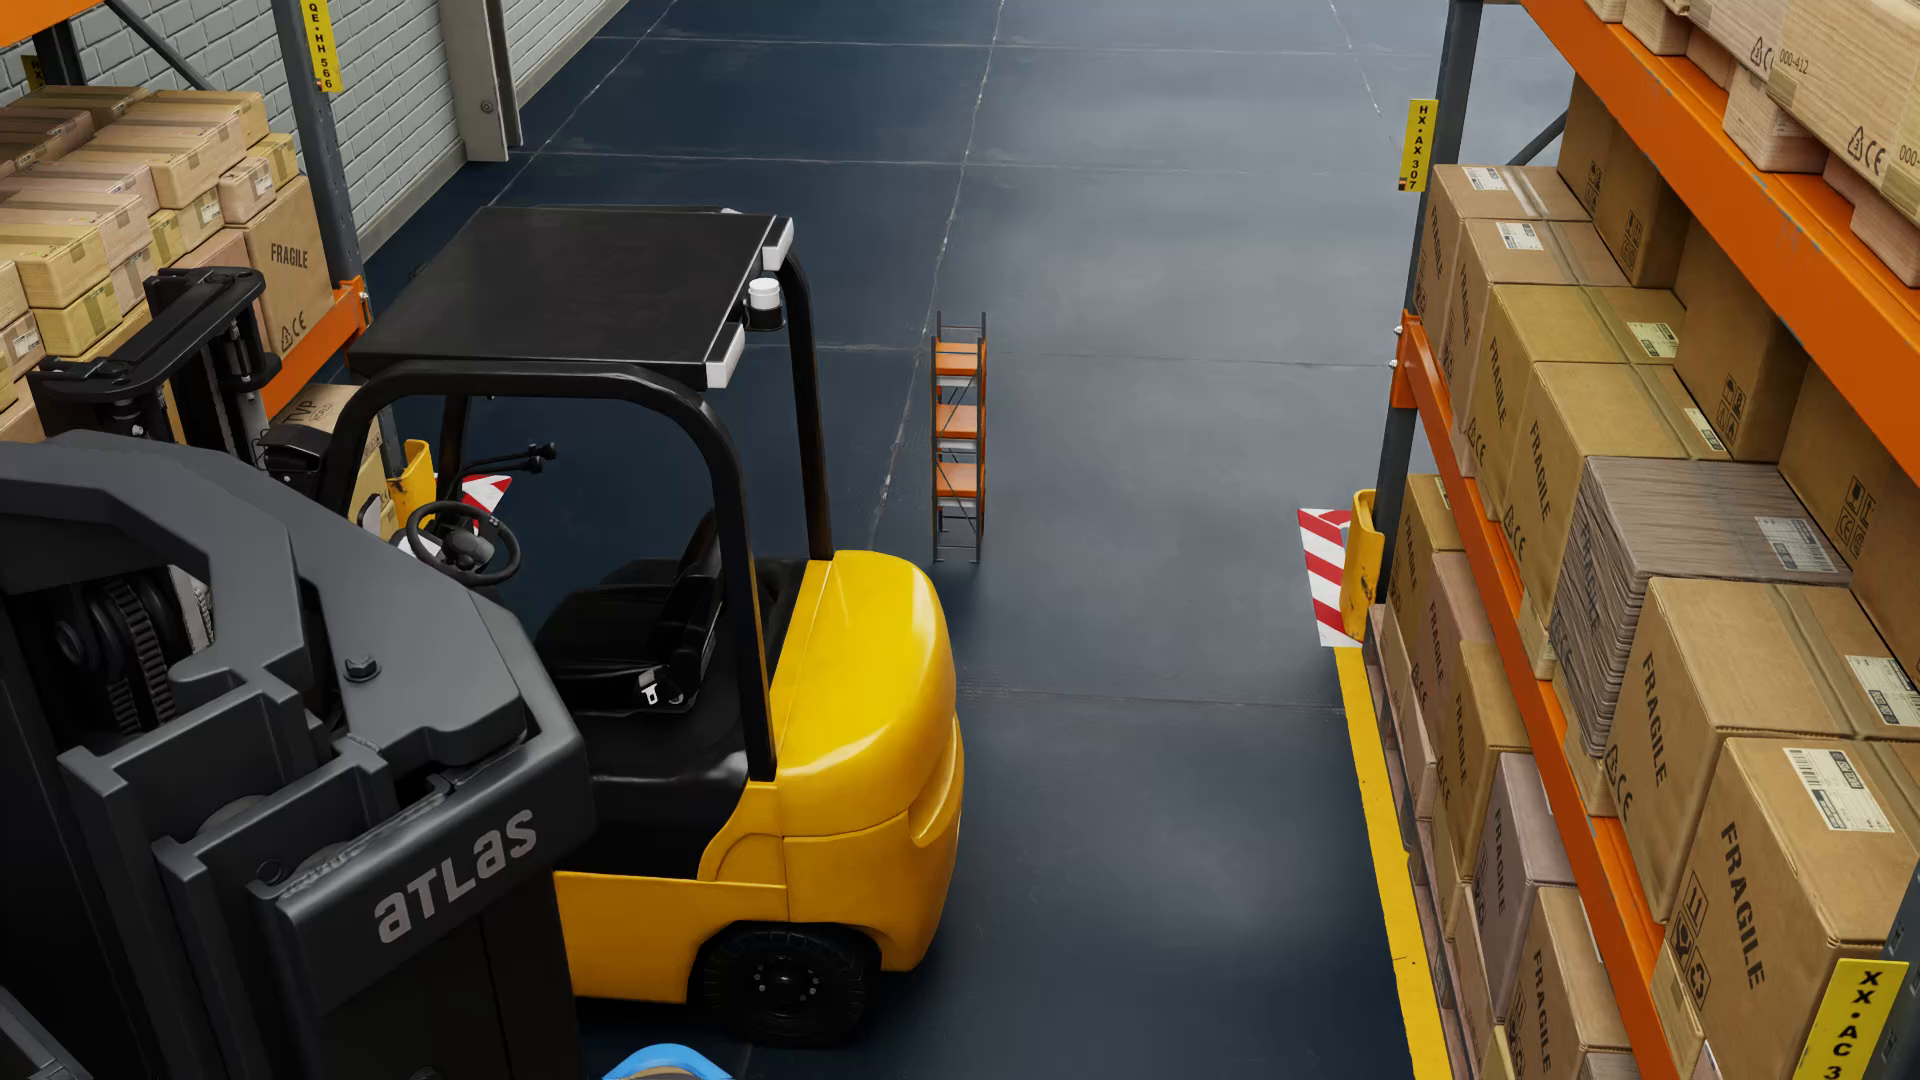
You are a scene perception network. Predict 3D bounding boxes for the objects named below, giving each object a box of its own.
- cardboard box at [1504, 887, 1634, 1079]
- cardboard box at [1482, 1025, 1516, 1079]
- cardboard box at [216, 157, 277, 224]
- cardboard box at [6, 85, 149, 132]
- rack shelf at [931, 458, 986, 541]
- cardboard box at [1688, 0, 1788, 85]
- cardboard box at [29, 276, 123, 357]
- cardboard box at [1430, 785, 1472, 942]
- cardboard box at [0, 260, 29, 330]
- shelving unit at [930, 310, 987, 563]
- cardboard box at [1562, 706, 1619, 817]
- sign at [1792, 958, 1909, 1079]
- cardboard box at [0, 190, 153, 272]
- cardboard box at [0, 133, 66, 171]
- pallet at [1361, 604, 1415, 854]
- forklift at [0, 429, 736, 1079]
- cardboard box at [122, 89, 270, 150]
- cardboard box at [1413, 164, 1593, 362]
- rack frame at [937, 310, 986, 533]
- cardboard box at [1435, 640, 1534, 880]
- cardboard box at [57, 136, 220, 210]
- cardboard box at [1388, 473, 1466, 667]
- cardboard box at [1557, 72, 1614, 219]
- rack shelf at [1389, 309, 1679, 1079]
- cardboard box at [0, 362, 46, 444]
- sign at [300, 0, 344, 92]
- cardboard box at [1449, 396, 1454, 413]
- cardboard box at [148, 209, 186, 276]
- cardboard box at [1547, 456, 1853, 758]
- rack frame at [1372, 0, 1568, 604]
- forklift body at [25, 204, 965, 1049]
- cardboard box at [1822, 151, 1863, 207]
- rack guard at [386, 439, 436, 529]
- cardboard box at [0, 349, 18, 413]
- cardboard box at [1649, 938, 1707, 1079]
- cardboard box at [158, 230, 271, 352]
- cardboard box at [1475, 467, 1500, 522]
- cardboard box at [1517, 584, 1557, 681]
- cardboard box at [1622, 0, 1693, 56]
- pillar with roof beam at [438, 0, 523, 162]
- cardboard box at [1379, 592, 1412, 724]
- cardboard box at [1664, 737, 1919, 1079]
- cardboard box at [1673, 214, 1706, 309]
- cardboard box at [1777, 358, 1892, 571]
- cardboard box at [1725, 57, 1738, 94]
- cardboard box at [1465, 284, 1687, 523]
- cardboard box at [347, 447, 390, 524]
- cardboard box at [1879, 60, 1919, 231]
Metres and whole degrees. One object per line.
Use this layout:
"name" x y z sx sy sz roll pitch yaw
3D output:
"cardboard box" 1.634 1.197 3.955 0.500 0.500 0.500 3 32 5
"cardboard box" 1.627 1.503 4.172 0.500 0.250 0.500 2 32 3
"cardboard box" -2.549 -1.181 5.594 0.380 0.149 0.250 3 32 5
"cardboard box" -3.049 -1.470 5.778 0.380 0.149 0.250 2 32 3
"rack shelf" -0.004 -0.173 7.081 0.215 0.259 0.240 2 32 4
"cardboard box" 1.677 -1.001 3.016 0.500 0.250 0.500 2 32 3
"cardboard box" -2.637 -0.644 4.723 0.380 0.149 0.250 3 32 4
"cardboard box" 1.717 0.974 5.032 0.500 0.250 0.500 5 32 7
"cardboard box" -2.747 -0.637 4.428 0.380 0.149 0.250 3 32 5
"shelving unit" -0.004 -0.419 6.929 0.215 1.050 0.252 2 32 4
"cardboard box" 1.615 0.505 3.810 0.380 0.149 0.250 2 32 3
"sign" 1.272 0.723 2.392 0.100 0.325 0.005 2 32 4
"cardboard box" -2.616 -0.904 4.860 0.380 0.149 0.250 3 32 5
"cardboard box" -3.111 -1.196 5.334 0.380 0.149 0.250 3 32 5
"pallet" 2.032 0.669 5.962 1.003 0.211 1.213 2 32 4
"forklift" -1.184 1.464 2.080 1.130 2.935 3.031 23 38 32
"cardboard box" -2.628 -1.440 5.730 0.380 0.149 0.250 3 32 4
"cardboard box" 1.824 -0.914 5.495 0.500 0.500 0.500 2 32 3
"rack frame" 0.006 -0.483 7.033 0.200 1.050 0.008 2 32 4
"cardboard box" 1.709 0.650 4.842 0.500 0.500 0.500 3 32 5
"cardboard box" -2.611 -1.172 5.295 0.380 0.149 0.250 3 32 5
"cardboard box" 1.796 0.114 5.711 0.500 0.500 0.500 1 32 2
"cardboard box" 2.315 -1.299 5.167 0.700 0.500 0.500 2 32 3
"rack shelf" 1.976 0.371 4.474 1.077 0.370 4.000 2 32 4
"cardboard box" -2.710 -0.163 4.559 0.500 0.500 0.500 3 32 4
"sign" -2.269 -1.754 5.908 0.100 0.325 0.005 2 32 4
"cardboard box" 1.796 -0.437 5.340 0.380 0.149 0.250 1 32 2
"cardboard box" -2.662 -0.919 5.169 0.380 0.149 0.250 2 32 4
"cardboard box" 1.675 0.158 3.756 0.500 0.500 0.500 3 32 5
"rack frame" 2.139 -0.981 5.982 1.000 3.000 0.127 2 32 4
"forklift body" -1.145 0.240 4.810 2.313 2.155 1.214 2 32 4
"cardboard box" 1.708 -0.631 2.795 0.380 0.149 0.250 1 32 2
"rack guard" -2.806 -0.139 6.999 1.175 0.500 0.348 2 32 4
"cardboard box" -2.700 -0.381 4.296 0.380 0.149 0.250 2 32 3
"cardboard box" 1.549 0.906 3.160 0.380 0.149 0.250 3 32 5
"cardboard box" -2.638 -0.694 5.422 0.500 0.500 0.500 3 32 6
"cardboard box" 1.742 -0.170 4.906 0.380 0.149 0.250 3 32 5
"cardboard box" 1.651 0.237 4.246 0.380 0.149 0.250 3 32 4
"cardboard box" 1.706 -1.176 3.679 0.380 0.149 0.250 2 32 3
"pillar with roof beam" 1.016 -6.373 9.013 9.100 9.000 0.400 2 32 4
"cardboard box" 1.798 0.421 5.928 0.500 0.250 0.500 2 32 4
"cardboard box" 1.602 0.699 2.878 0.500 0.500 0.500 2 32 3
"cardboard box" 2.327 -0.764 4.298 0.700 0.500 0.500 2 32 3
"cardboard box" 2.197 -0.232 3.436 0.700 0.500 0.500 2 32 3
"cardboard box" 1.738 -0.907 3.243 0.380 0.149 0.250 3 32 5
"cardboard box" 1.745 -0.377 4.623 0.500 0.500 0.500 2 32 3
"cardboard box" -2.536 -0.144 6.368 0.500 0.250 0.500 2 32 3
"cardboard box" 1.581 -0.472 2.157 0.500 0.250 0.500 2 32 4
